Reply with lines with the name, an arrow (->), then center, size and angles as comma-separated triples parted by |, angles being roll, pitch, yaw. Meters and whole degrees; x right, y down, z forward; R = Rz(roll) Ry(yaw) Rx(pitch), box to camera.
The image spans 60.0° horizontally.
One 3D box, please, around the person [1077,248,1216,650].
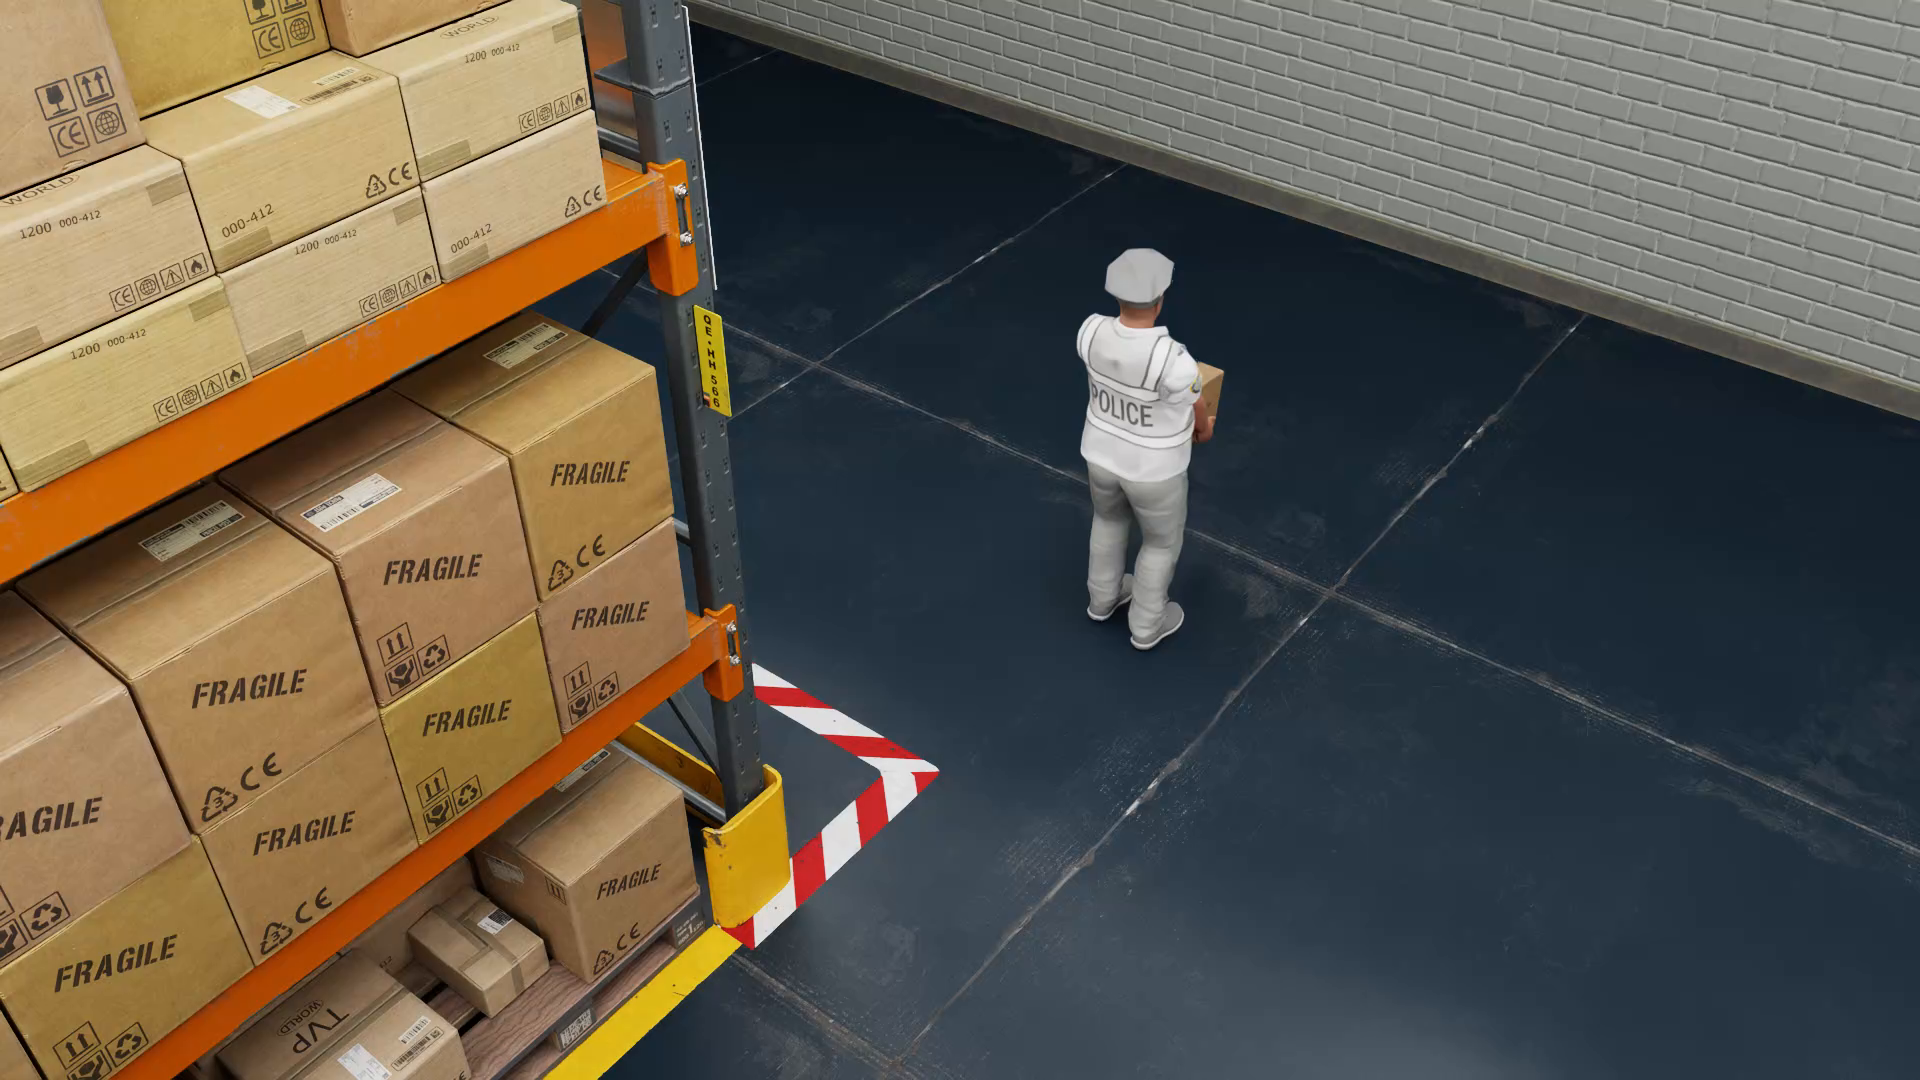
person -> 0.739, -0.385, 6.619 | 0.490, 1.771, 0.566 | 26, 45, 29
